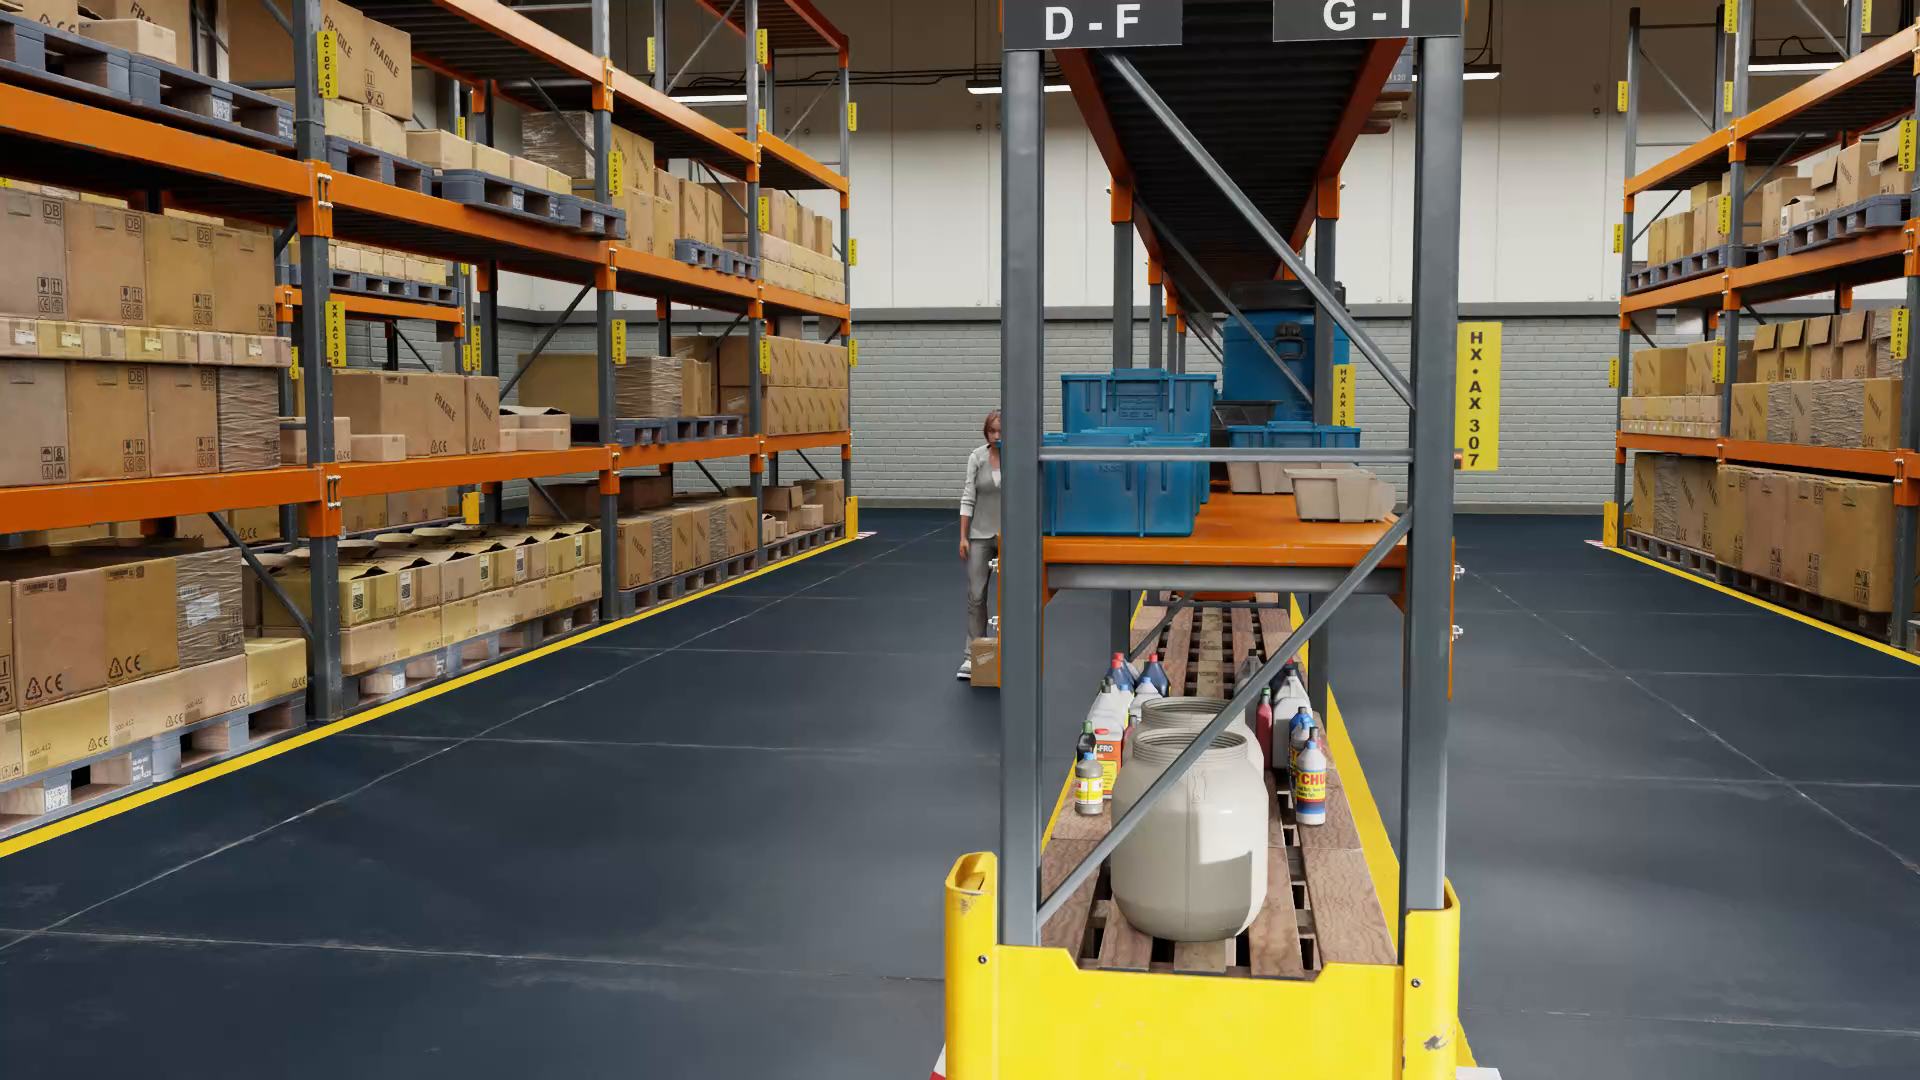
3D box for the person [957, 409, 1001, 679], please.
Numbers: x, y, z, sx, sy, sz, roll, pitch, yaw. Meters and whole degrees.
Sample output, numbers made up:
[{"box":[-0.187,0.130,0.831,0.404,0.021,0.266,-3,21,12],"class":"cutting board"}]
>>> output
[{"box":[0.226,0.022,9.863,0.461,1.593,0.343,1,5,9],"class":"person"}]
